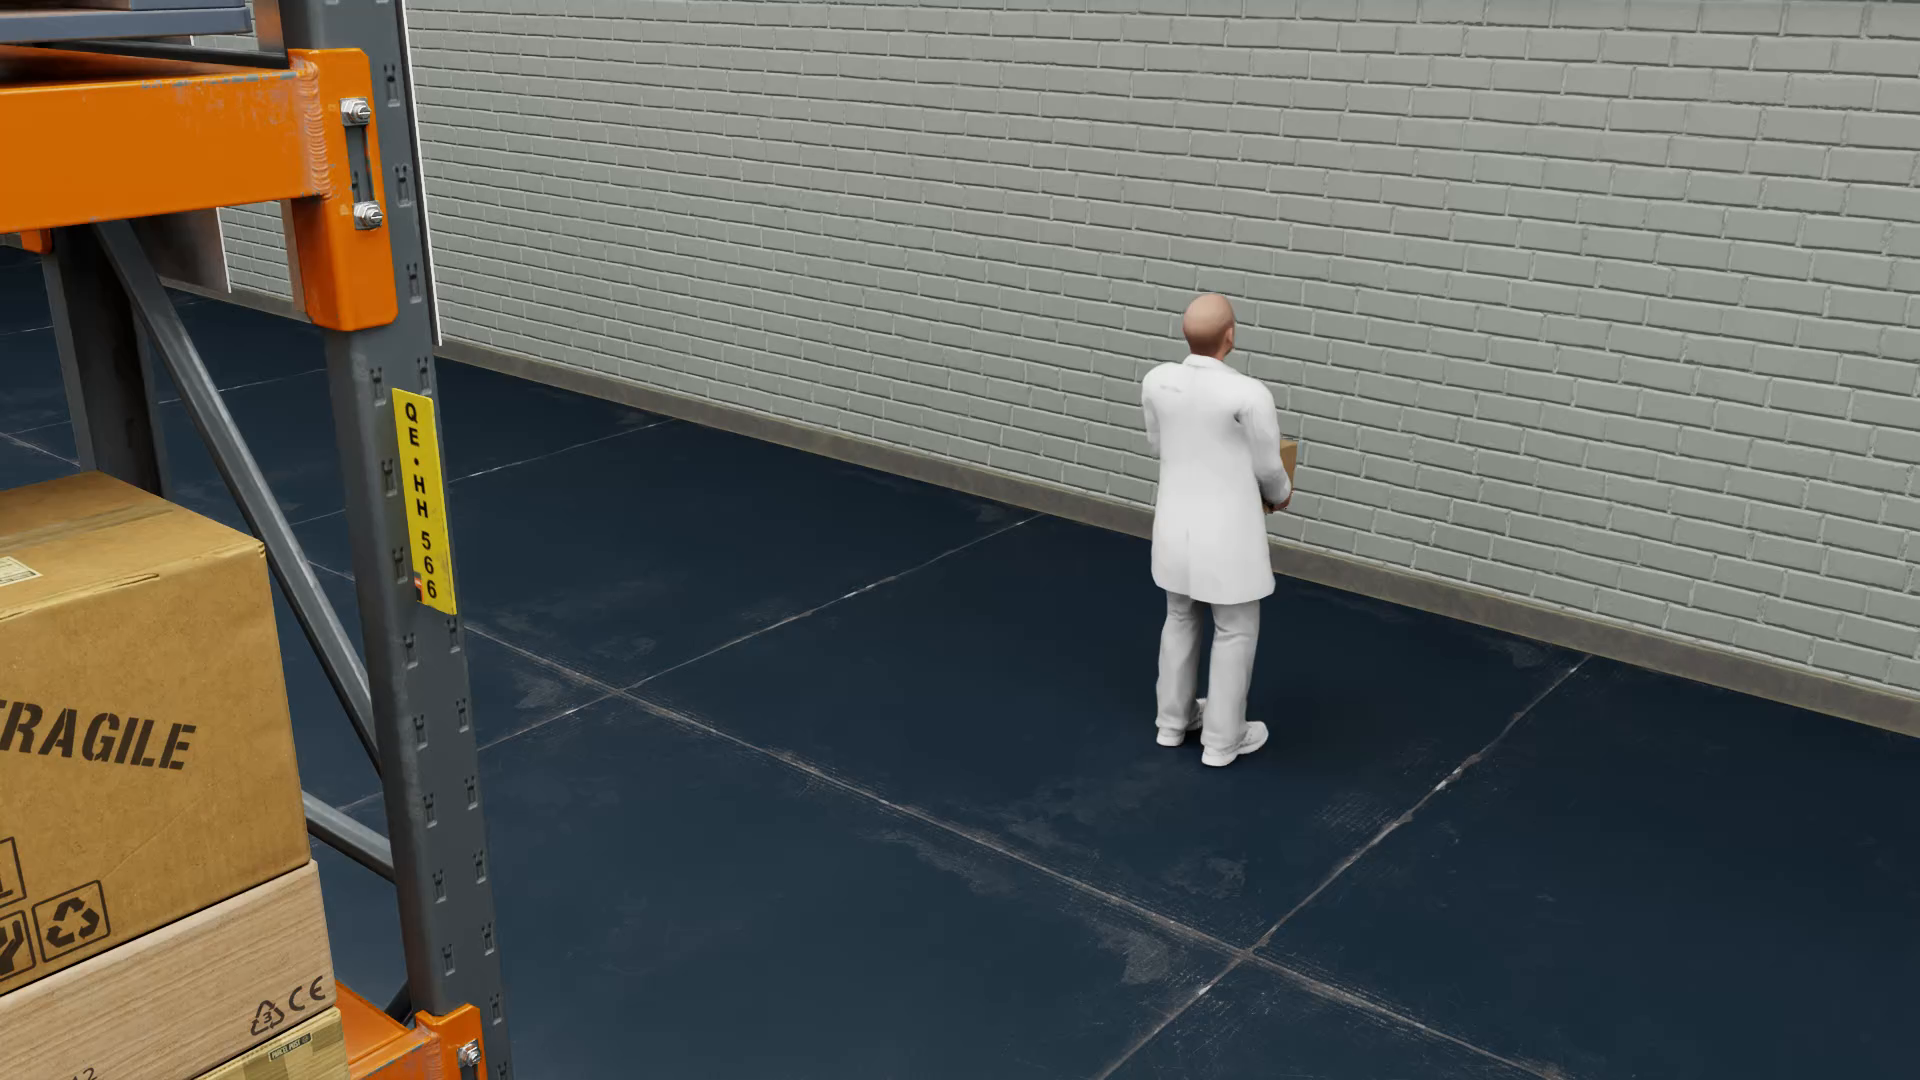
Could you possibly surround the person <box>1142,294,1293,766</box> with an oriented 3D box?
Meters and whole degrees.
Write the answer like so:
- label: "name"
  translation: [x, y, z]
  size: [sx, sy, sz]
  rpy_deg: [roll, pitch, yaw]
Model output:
- label: "person"
  translation: [0.991, -0.065, 6.267]
  size: [0.542, 1.779, 0.541]
  rpy_deg: [15, 25, 36]
